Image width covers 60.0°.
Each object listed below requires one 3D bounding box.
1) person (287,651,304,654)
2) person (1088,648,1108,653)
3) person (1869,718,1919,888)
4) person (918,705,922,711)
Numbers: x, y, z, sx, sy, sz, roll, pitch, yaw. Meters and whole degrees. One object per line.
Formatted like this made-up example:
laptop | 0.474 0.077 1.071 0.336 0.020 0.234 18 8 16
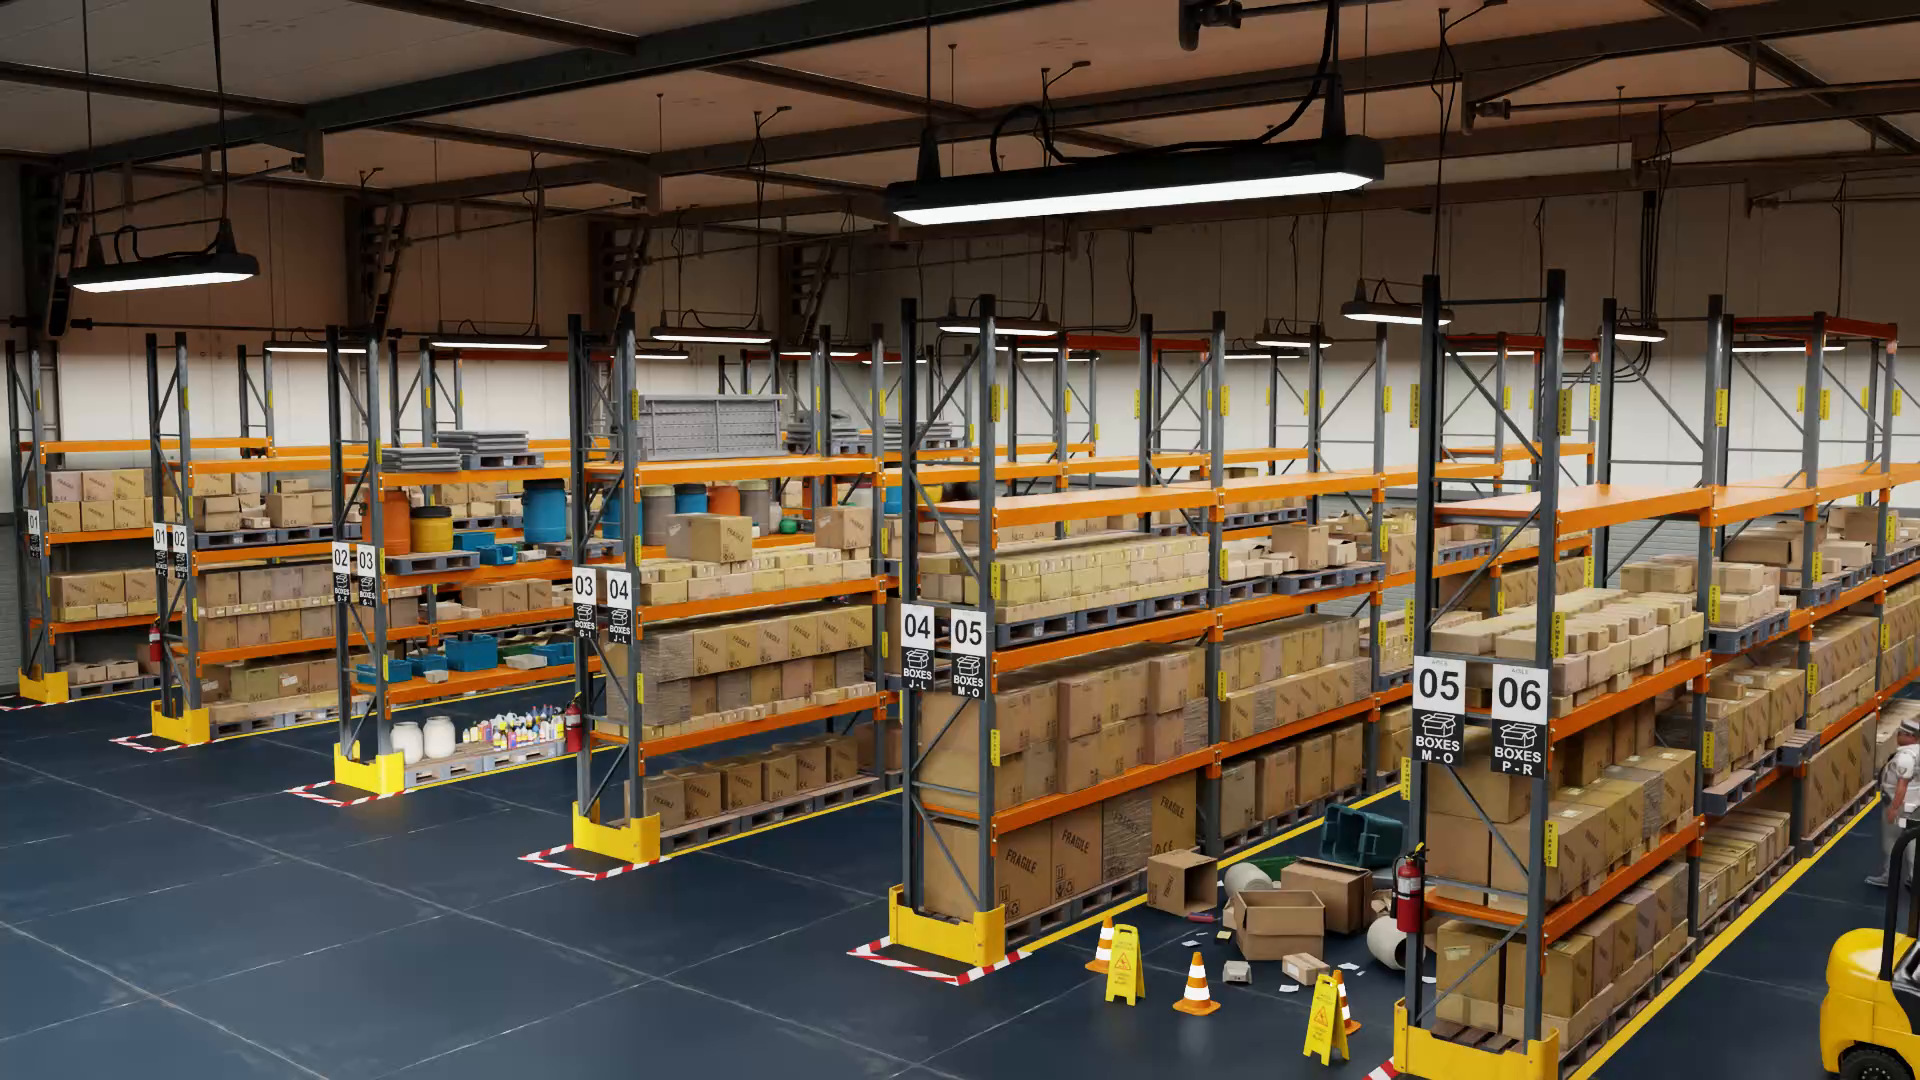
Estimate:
person | -11.483 1.704 28.540 0.726 1.766 0.539 -1 5 -12
person | 1.771 1.960 23.034 0.449 1.773 0.611 4 7 41
person | 9.832 2.738 17.325 0.618 1.778 0.408 -2 5 -19
person | -0.456 1.805 25.349 0.544 1.730 0.962 4 7 40
